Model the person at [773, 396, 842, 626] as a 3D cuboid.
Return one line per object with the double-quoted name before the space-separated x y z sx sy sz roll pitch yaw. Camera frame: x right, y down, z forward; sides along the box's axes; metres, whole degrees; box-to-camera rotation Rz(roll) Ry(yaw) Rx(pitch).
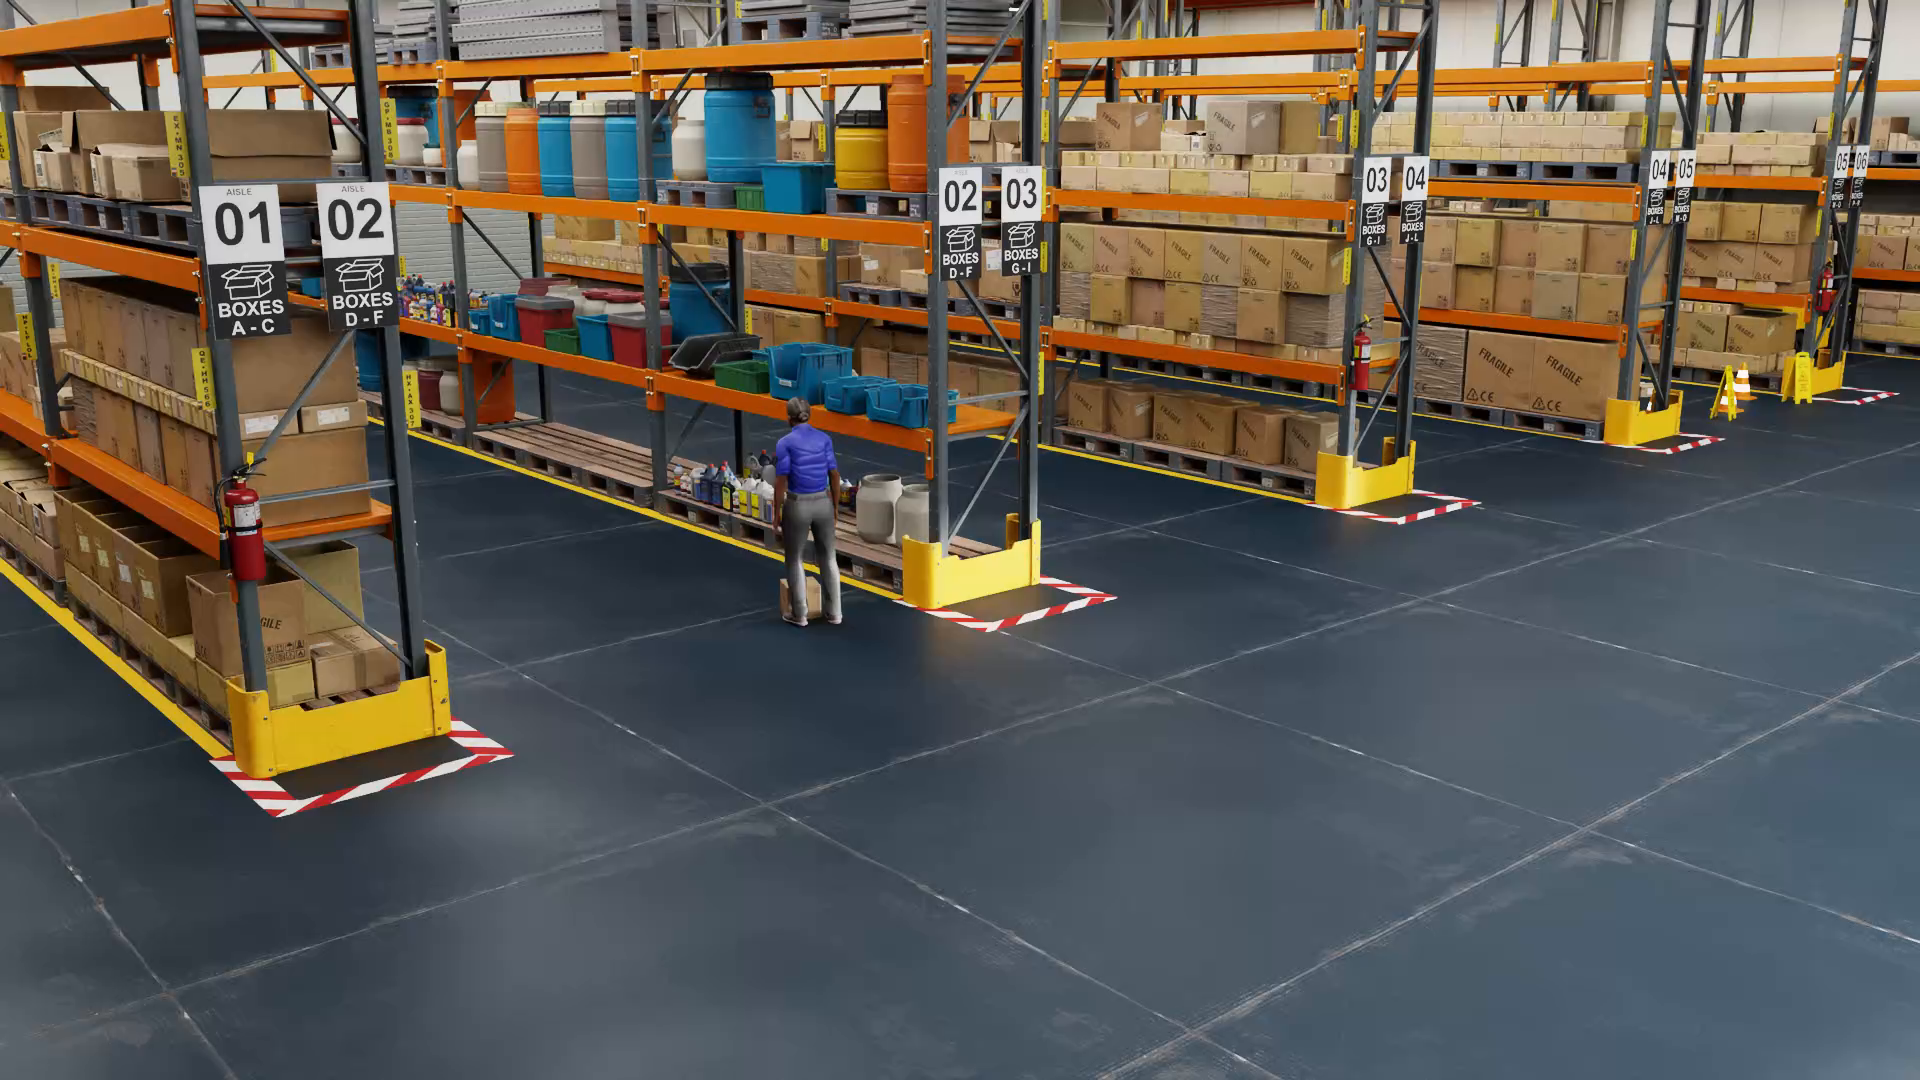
"person" -1.087 -0.203 11.817 0.531 1.654 0.402 -6 16 -24
